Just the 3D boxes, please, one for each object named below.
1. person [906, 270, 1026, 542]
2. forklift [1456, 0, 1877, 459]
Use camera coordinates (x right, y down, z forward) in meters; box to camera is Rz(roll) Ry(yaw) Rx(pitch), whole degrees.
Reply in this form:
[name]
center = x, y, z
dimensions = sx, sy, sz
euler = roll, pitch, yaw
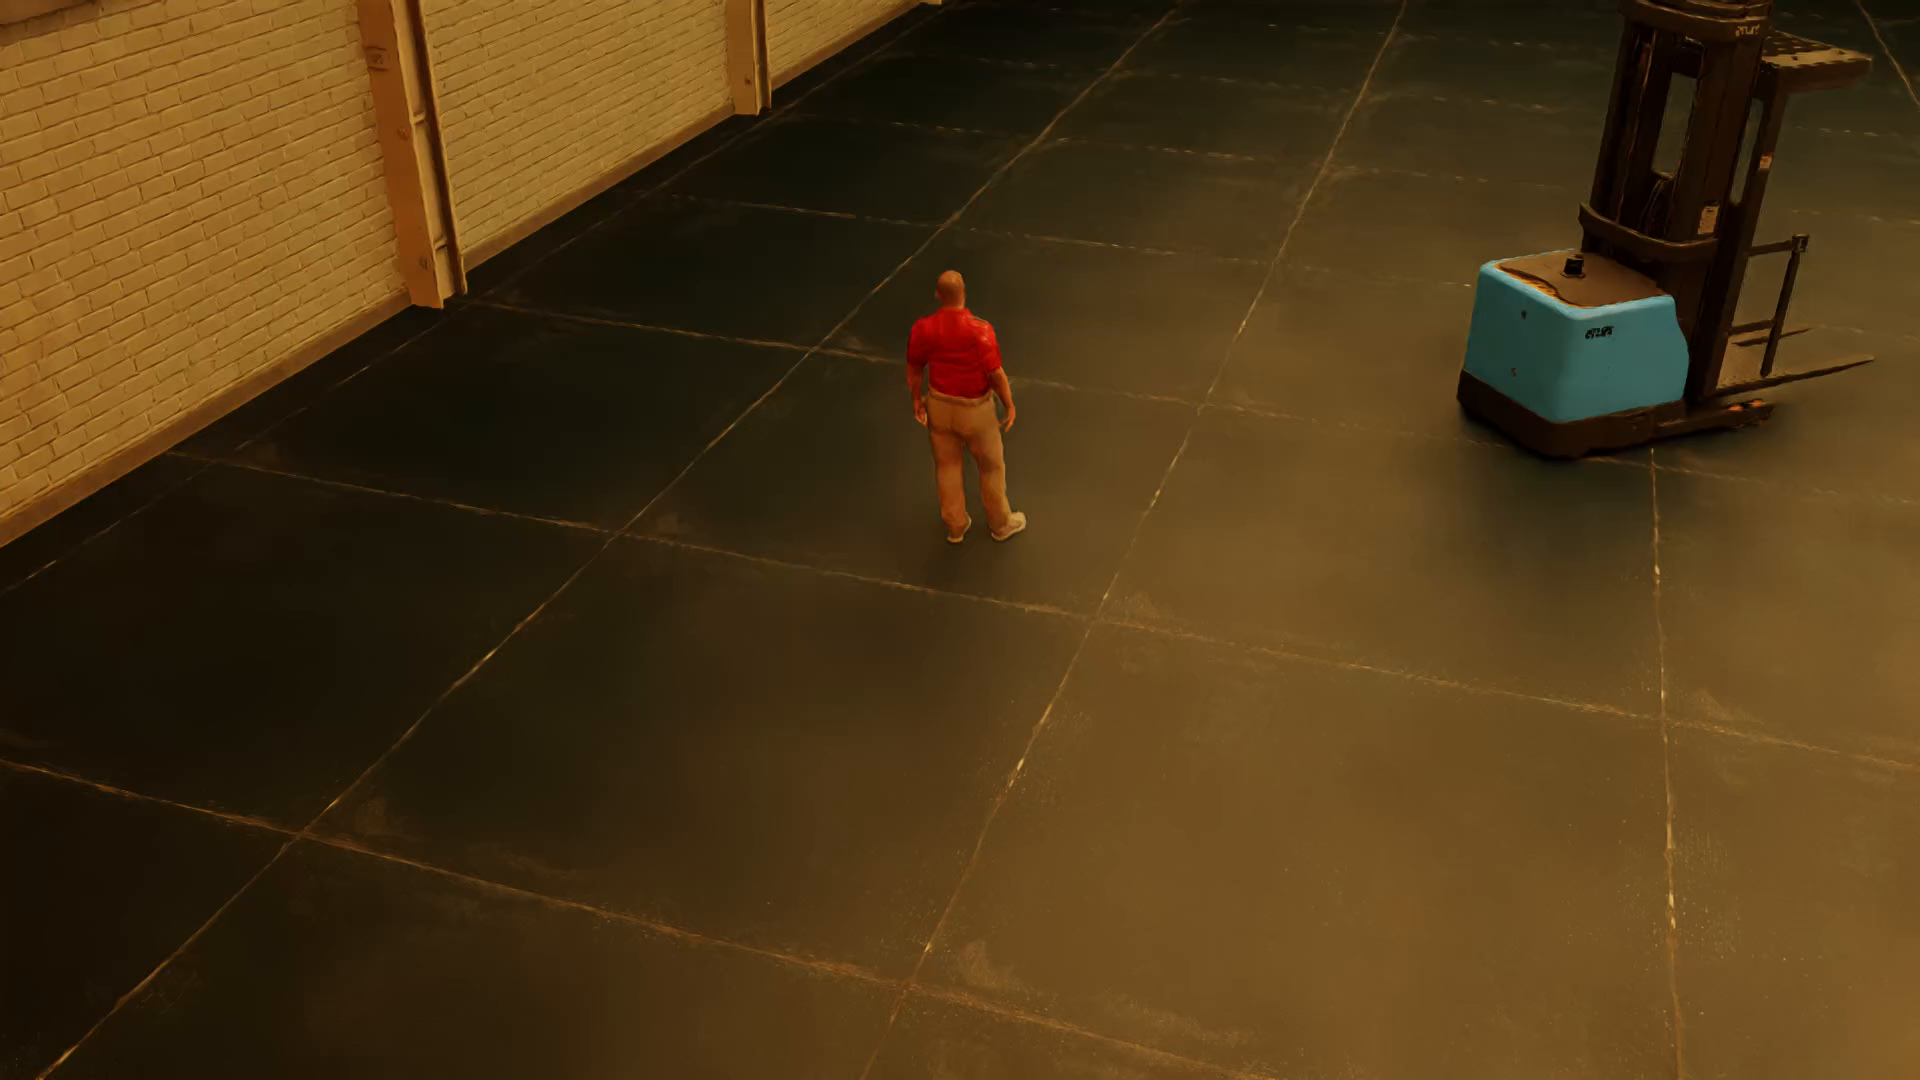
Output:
[person]
center = 0.040, -0.797, 9.735
dimensions = 0.640, 1.726, 0.550
euler = 10, 31, 16
[forklift]
center = 5.060, -2.265, 11.109
dimensions = 3.031, 2.935, 1.130
euler = -11, 32, -19
